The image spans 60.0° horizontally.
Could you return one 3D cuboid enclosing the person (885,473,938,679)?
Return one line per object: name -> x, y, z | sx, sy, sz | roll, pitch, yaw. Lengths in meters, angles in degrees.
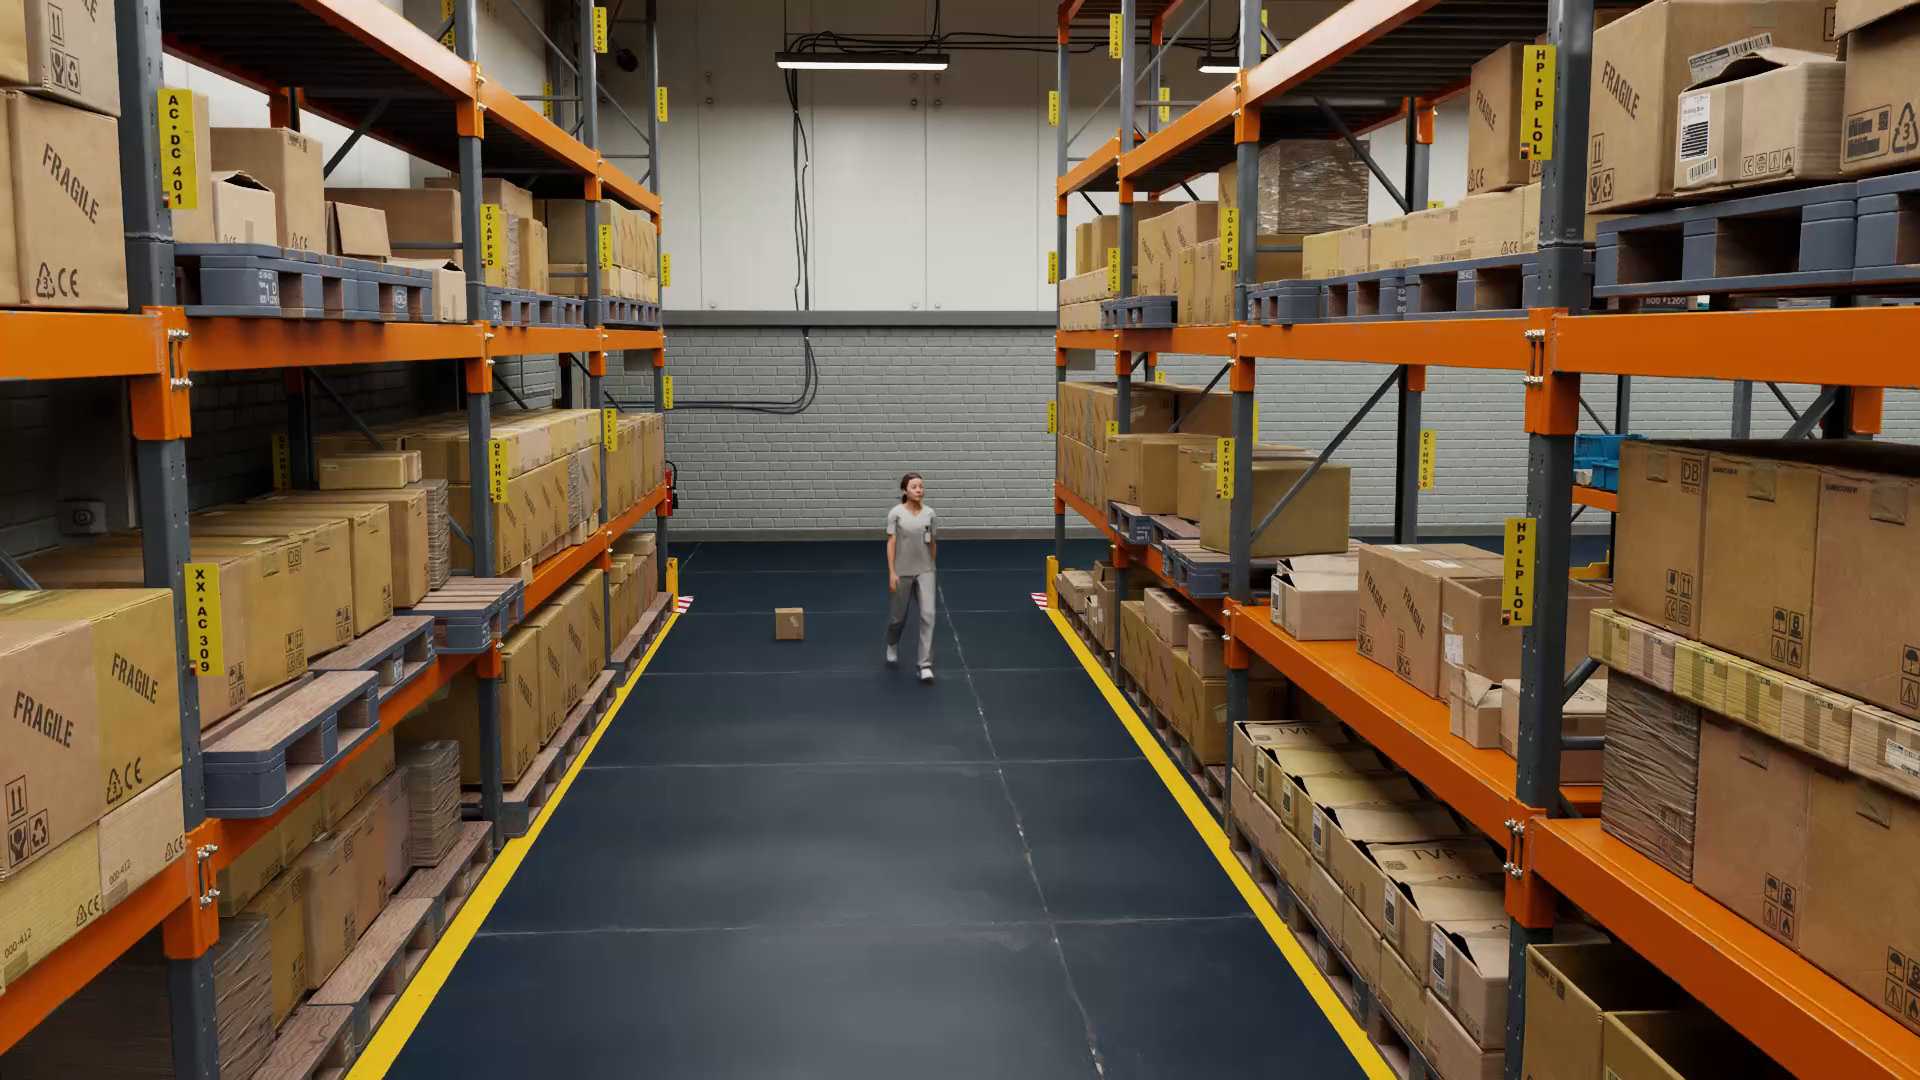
person -> -0.390, 0.264, 13.505 | 0.438, 1.635, 0.879 | -2, 7, -13
